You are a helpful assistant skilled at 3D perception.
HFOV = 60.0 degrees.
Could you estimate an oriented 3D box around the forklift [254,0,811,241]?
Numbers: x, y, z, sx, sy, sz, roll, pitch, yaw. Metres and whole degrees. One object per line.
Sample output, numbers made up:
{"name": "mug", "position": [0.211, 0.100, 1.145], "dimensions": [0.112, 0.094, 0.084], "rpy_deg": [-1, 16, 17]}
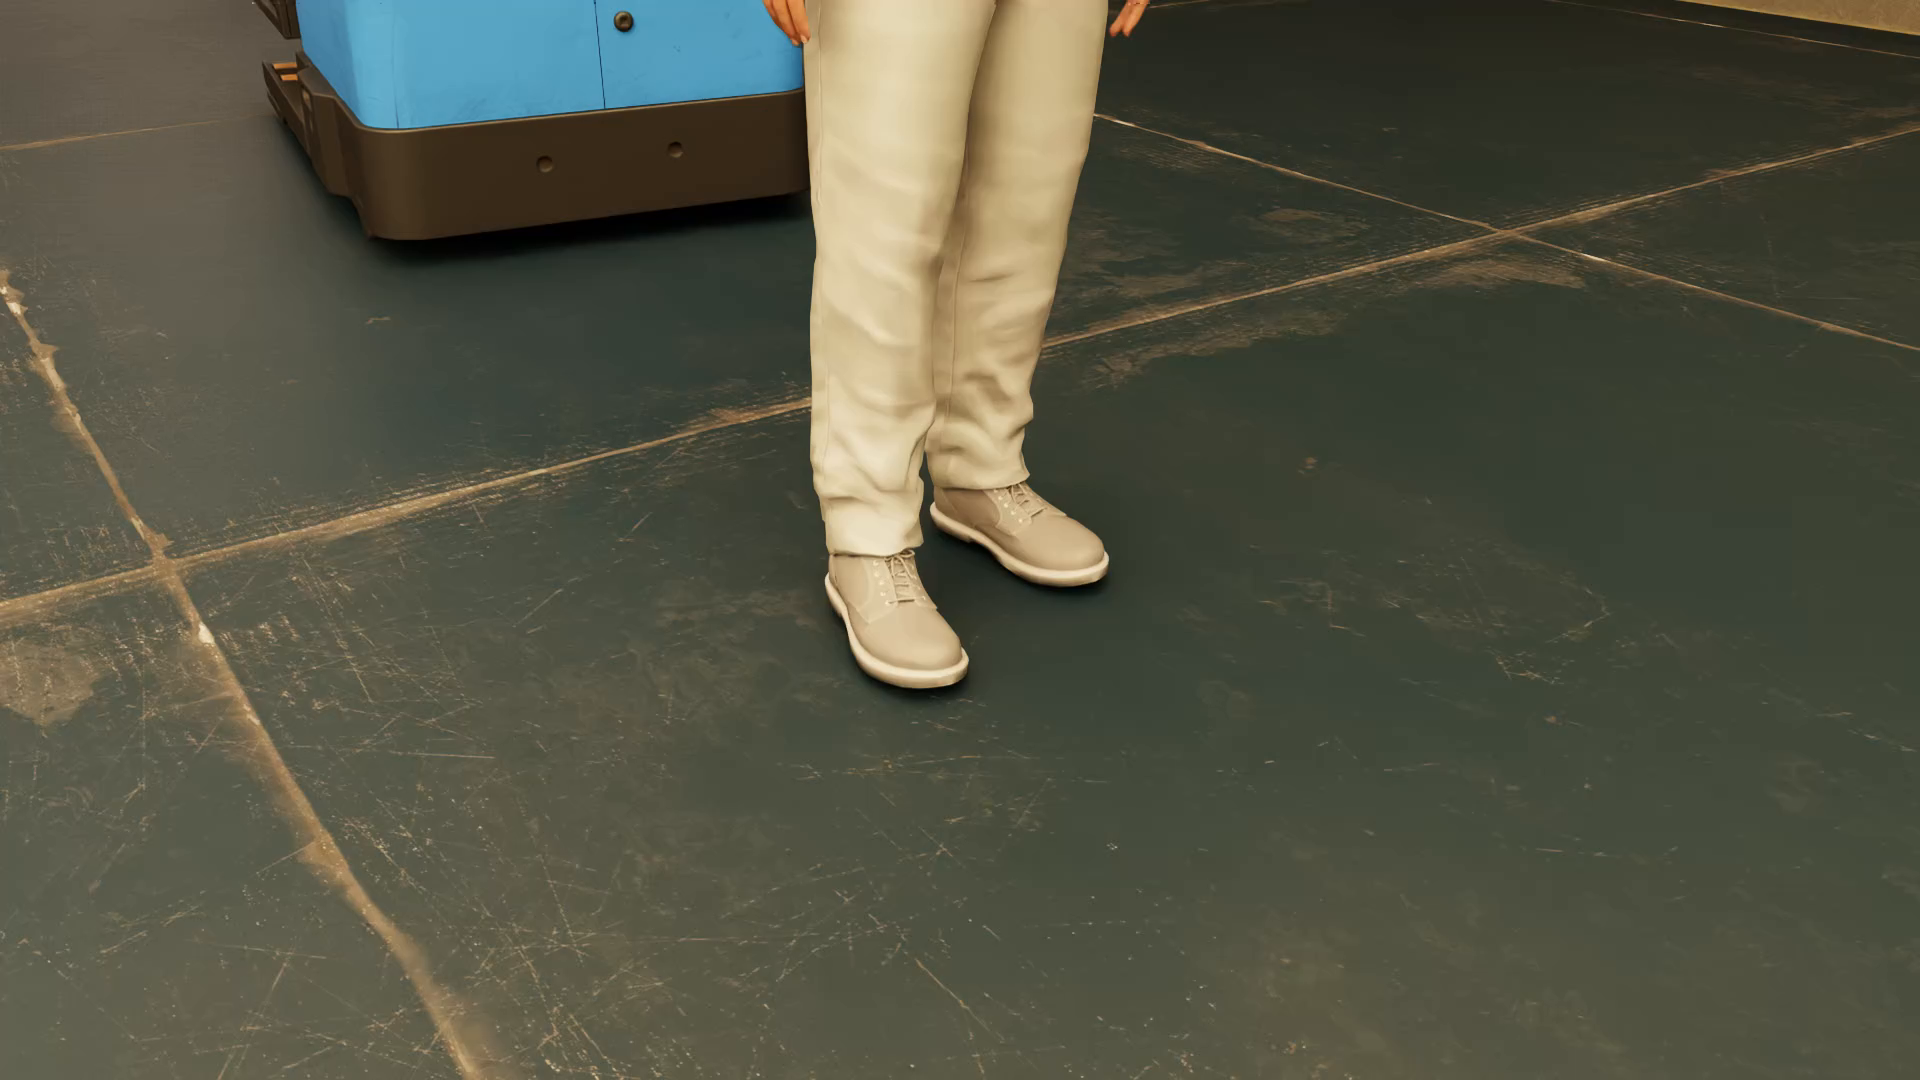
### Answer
{"name": "forklift", "position": [-1.466, -2.598, 4.410], "dimensions": [1.130, 2.935, 3.031], "rpy_deg": [-13, 29, -24]}

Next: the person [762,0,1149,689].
{"name": "person", "position": [0.035, -0.772, 2.034], "dimensions": [0.641, 1.781, 0.574], "rpy_deg": [-17, 31, -31]}
